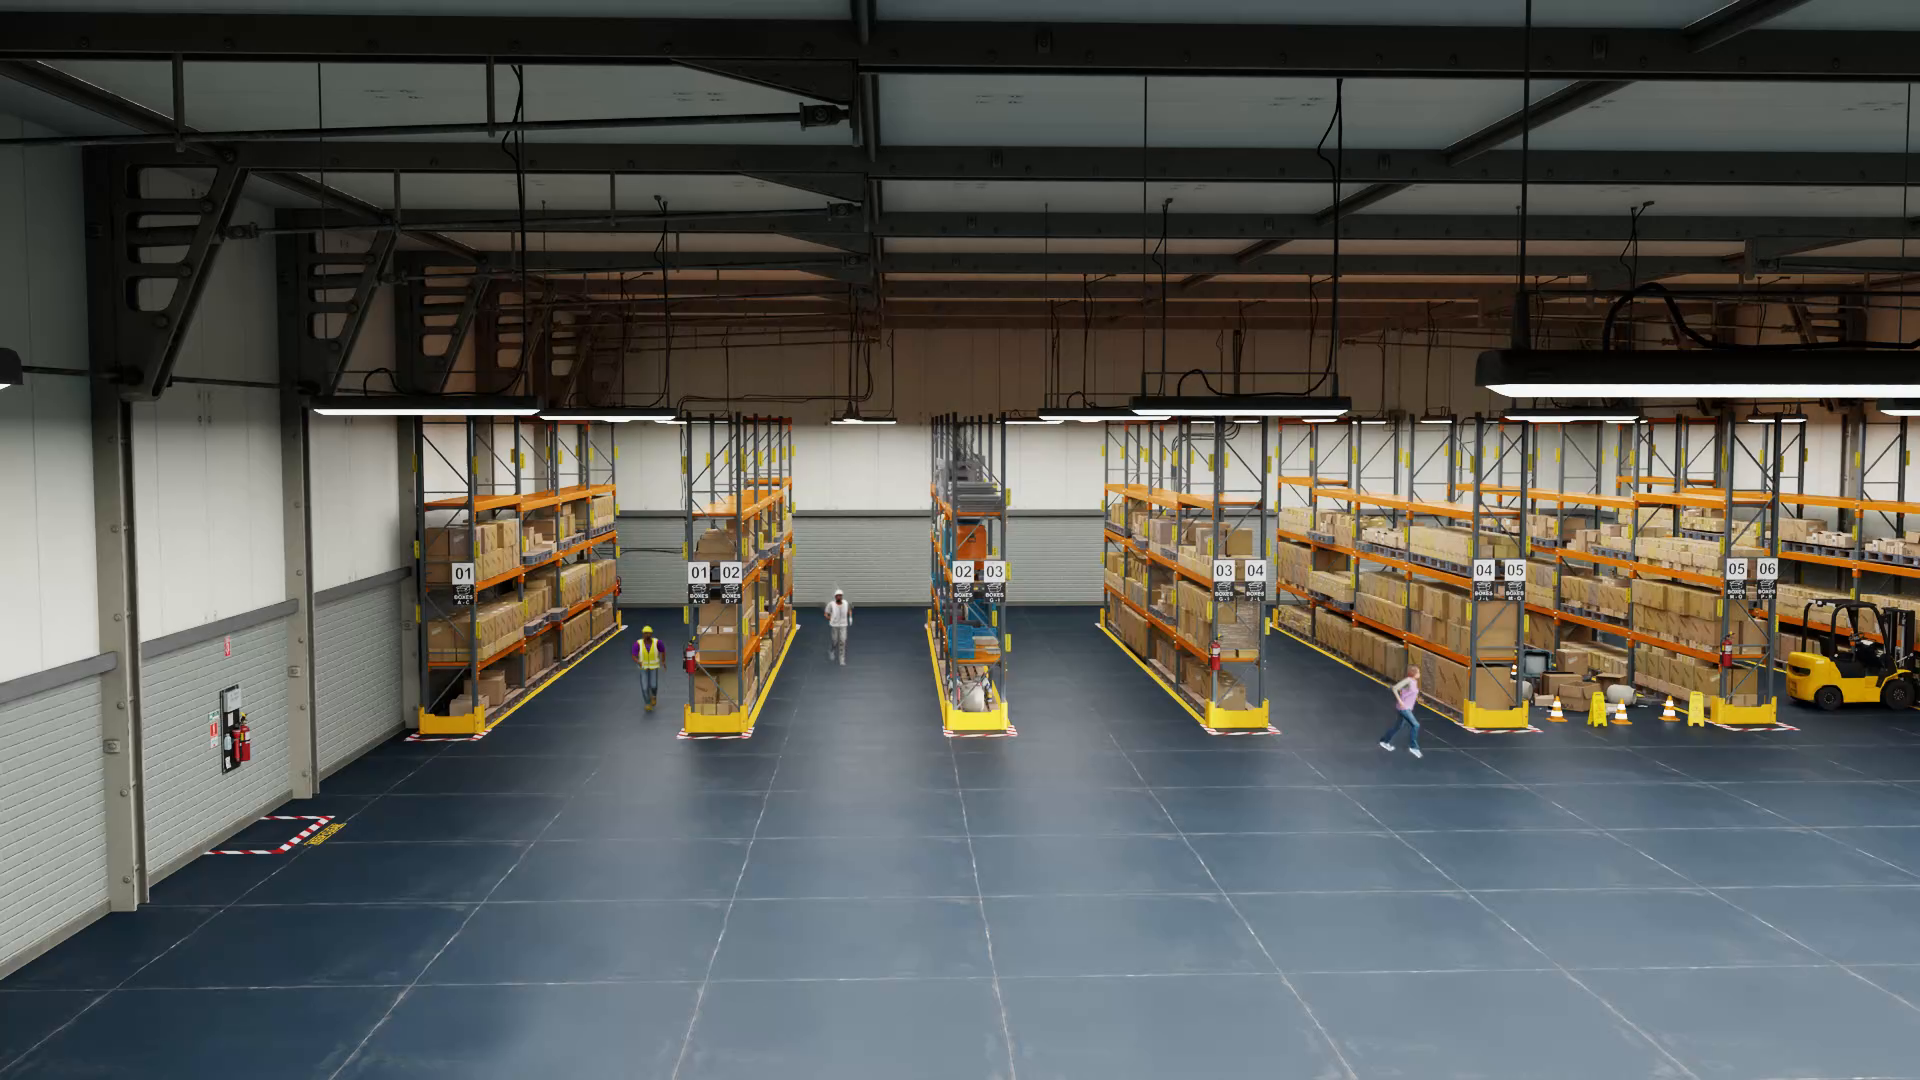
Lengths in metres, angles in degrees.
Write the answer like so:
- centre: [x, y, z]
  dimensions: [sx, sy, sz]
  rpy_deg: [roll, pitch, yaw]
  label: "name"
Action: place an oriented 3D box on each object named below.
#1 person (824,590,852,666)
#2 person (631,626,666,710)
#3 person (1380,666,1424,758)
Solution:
- centre: [-2.919, 2.084, 39.963]
  dimensions: [0.673, 1.789, 0.852]
  rpy_deg: [-1, 4, -17]
  label: "person"
- centre: [-6.257, 2.583, 33.451]
  dimensions: [0.688, 1.714, 0.639]
  rpy_deg: [-1, 4, -10]
  label: "person"
- centre: [7.695, 2.968, 28.946]
  dimensions: [0.798, 1.605, 0.549]
  rpy_deg: [3, 5, 33]
  label: "person"
